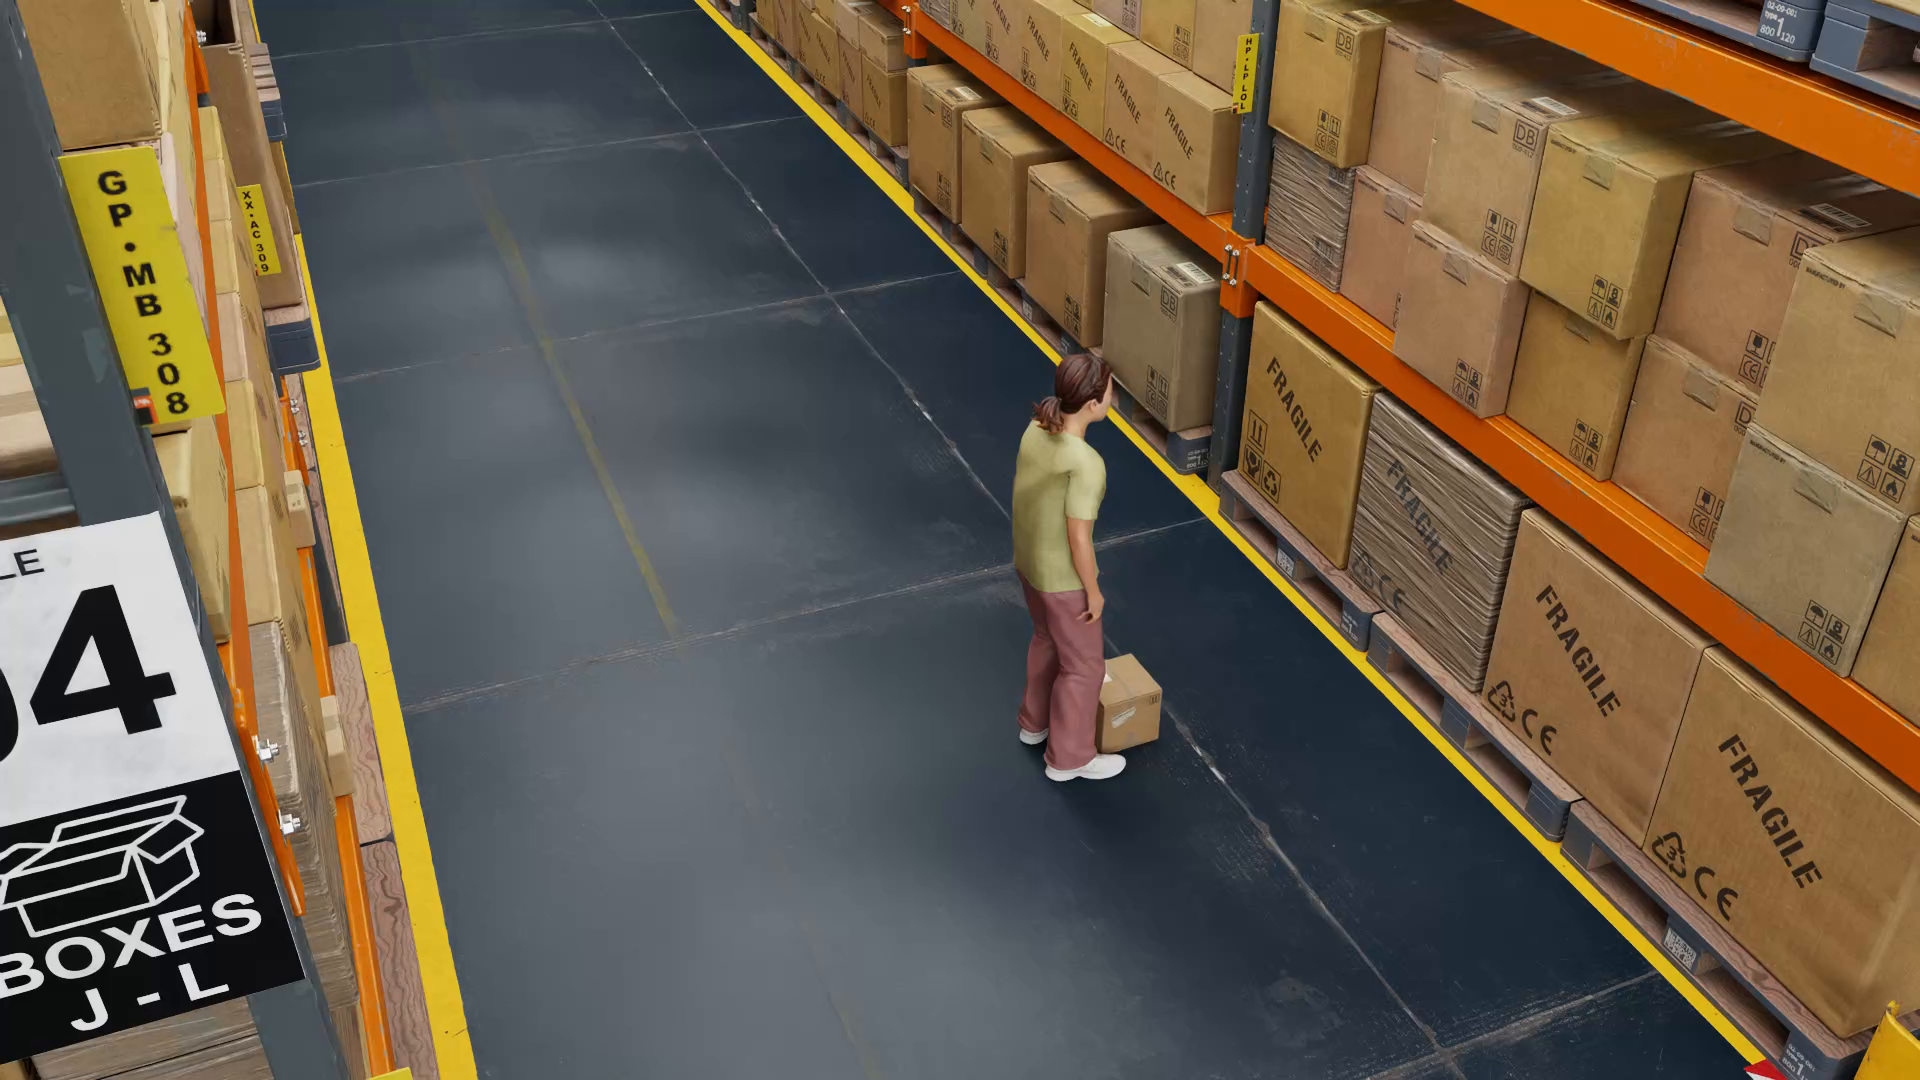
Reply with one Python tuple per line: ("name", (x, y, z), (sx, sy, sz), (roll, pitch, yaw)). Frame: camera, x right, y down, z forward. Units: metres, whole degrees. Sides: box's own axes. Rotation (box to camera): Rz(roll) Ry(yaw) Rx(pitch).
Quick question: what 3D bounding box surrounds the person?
("person", (0.383, 0.103, 5.988), (0.367, 1.671, 0.507), (-15, 36, -21))
